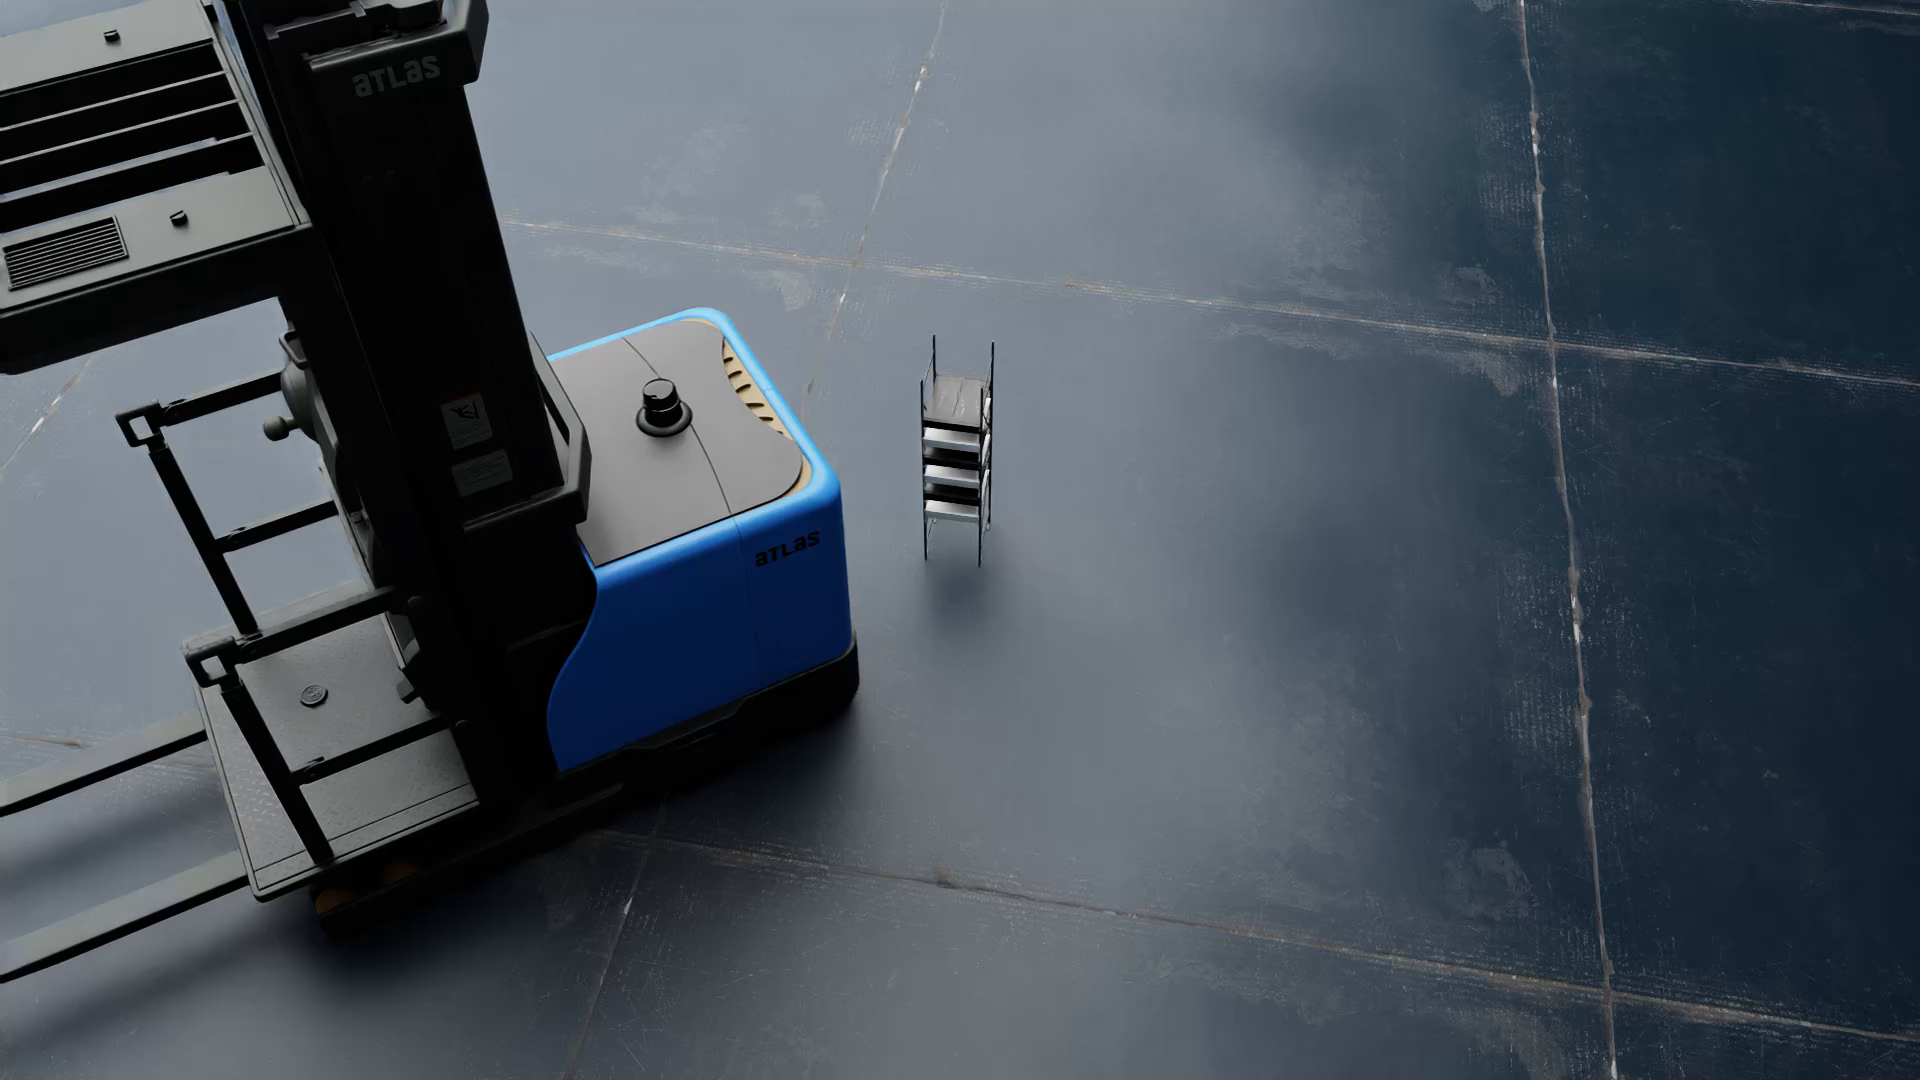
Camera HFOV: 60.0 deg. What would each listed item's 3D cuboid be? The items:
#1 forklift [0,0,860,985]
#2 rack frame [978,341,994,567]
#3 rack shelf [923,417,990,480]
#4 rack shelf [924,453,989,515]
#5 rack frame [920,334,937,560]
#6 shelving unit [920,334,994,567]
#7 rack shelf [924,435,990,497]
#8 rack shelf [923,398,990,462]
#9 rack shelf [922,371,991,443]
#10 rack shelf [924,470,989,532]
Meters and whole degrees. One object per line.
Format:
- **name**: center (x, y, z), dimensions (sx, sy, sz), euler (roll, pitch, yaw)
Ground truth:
- **forklift**: center (-1.889, -0.220, 4.477), dimensions (3.031, 2.935, 1.130), euler (-22, 52, -19)
- **rack frame**: center (0.092, -0.288, 5.904), dimensions (0.006, 0.900, 0.240), euler (8, 49, 7)
- **rack shelf**: center (-0.008, -0.340, 5.874), dimensions (0.200, 0.077, 0.258), euler (8, 49, 7)
- **rack shelf**: center (-0.008, -0.219, 6.008), dimensions (0.200, 0.077, 0.258), euler (8, 49, 7)
- **rack frame**: center (-0.108, -0.315, 5.928), dimensions (0.006, 0.900, 0.240), euler (8, 49, 7)
- **shelving unit**: center (-0.008, -0.302, 5.916), dimensions (0.210, 0.900, 0.258), euler (8, 49, 7)
- **rack shelf**: center (-0.008, -0.280, 5.941), dimensions (0.200, 0.077, 0.258), euler (8, 49, 7)
- **rack shelf**: center (-0.008, -0.400, 5.807), dimensions (0.200, 0.077, 0.258), euler (8, 49, 7)
- **rack shelf**: center (-0.008, -0.460, 5.740), dimensions (0.200, 0.077, 0.258), euler (8, 49, 7)
- **rack shelf**: center (-0.008, -0.159, 6.075), dimensions (0.200, 0.077, 0.258), euler (8, 49, 7)
